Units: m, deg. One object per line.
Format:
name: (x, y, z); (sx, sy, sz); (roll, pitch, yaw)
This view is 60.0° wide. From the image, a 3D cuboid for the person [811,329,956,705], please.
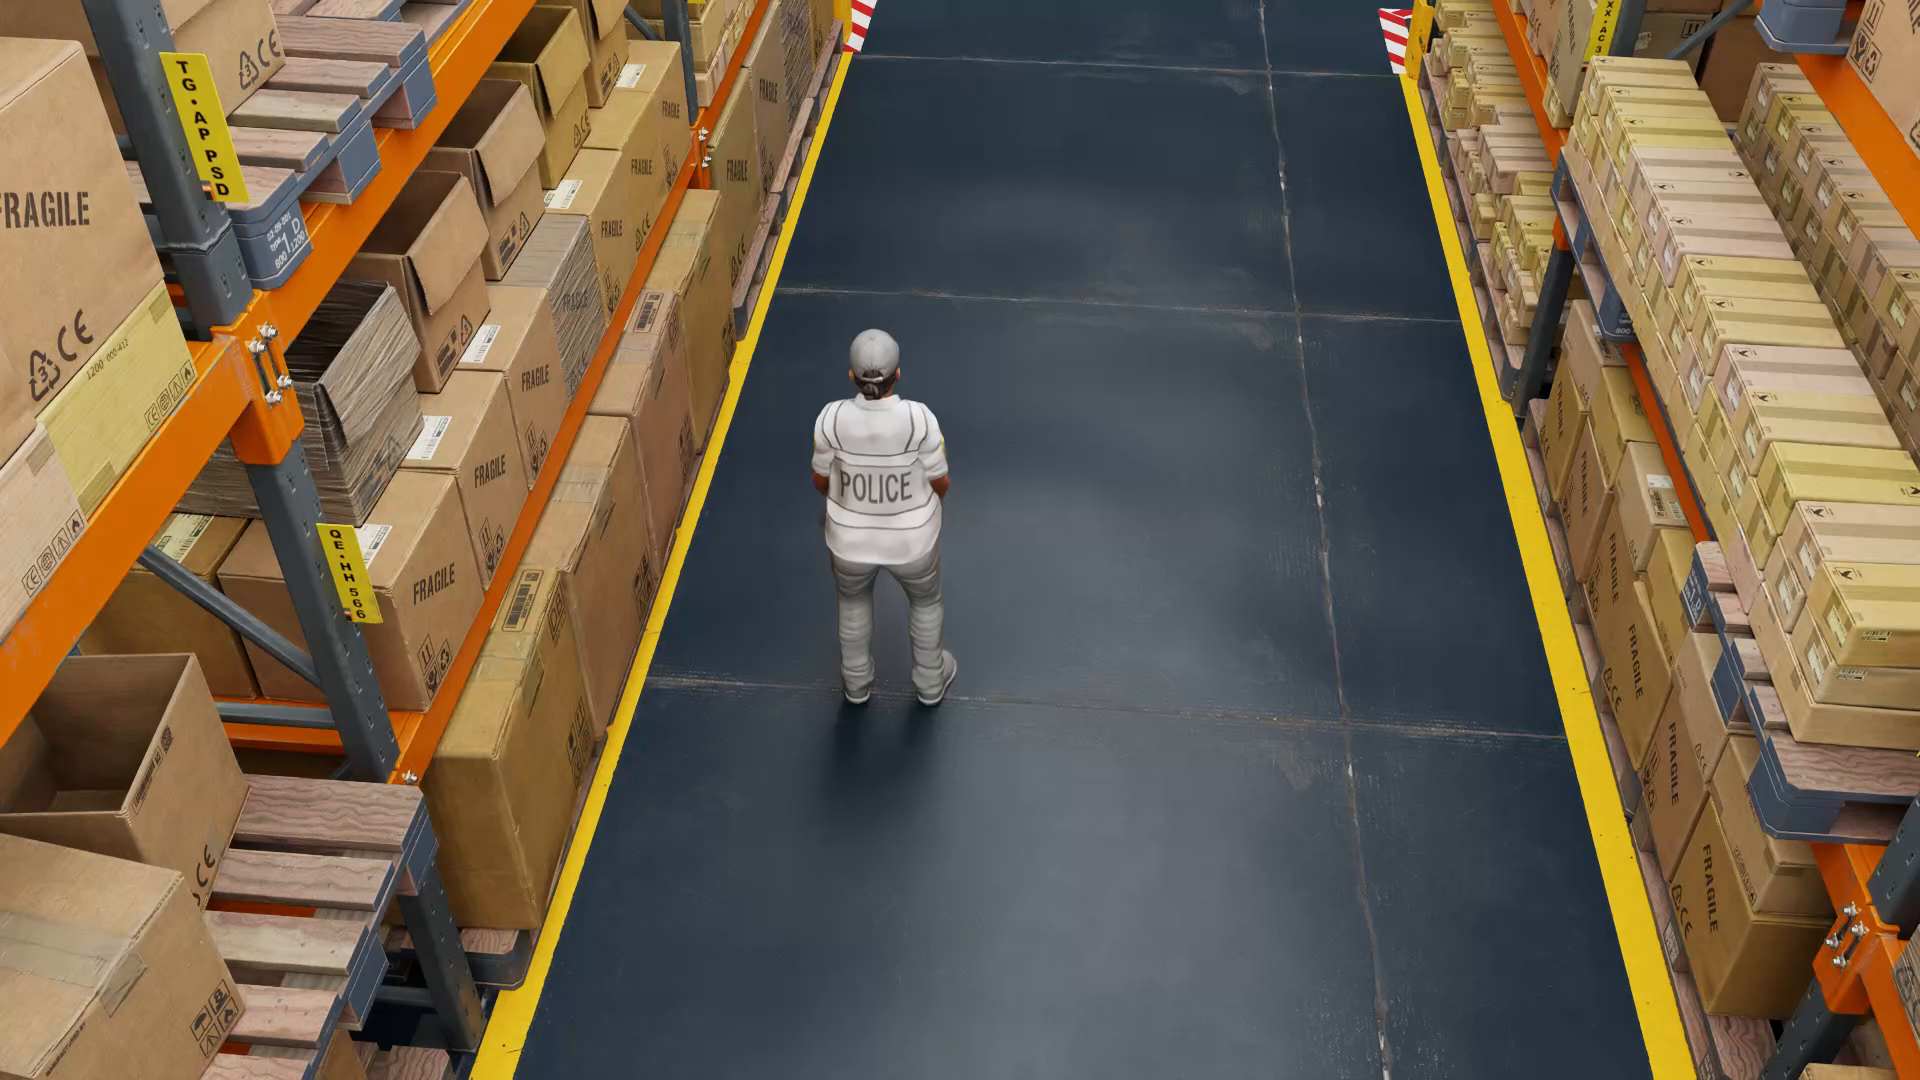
person: (-0.279, -0.042, 6.197); (0.516, 1.672, 0.418); (2, 40, 3)
